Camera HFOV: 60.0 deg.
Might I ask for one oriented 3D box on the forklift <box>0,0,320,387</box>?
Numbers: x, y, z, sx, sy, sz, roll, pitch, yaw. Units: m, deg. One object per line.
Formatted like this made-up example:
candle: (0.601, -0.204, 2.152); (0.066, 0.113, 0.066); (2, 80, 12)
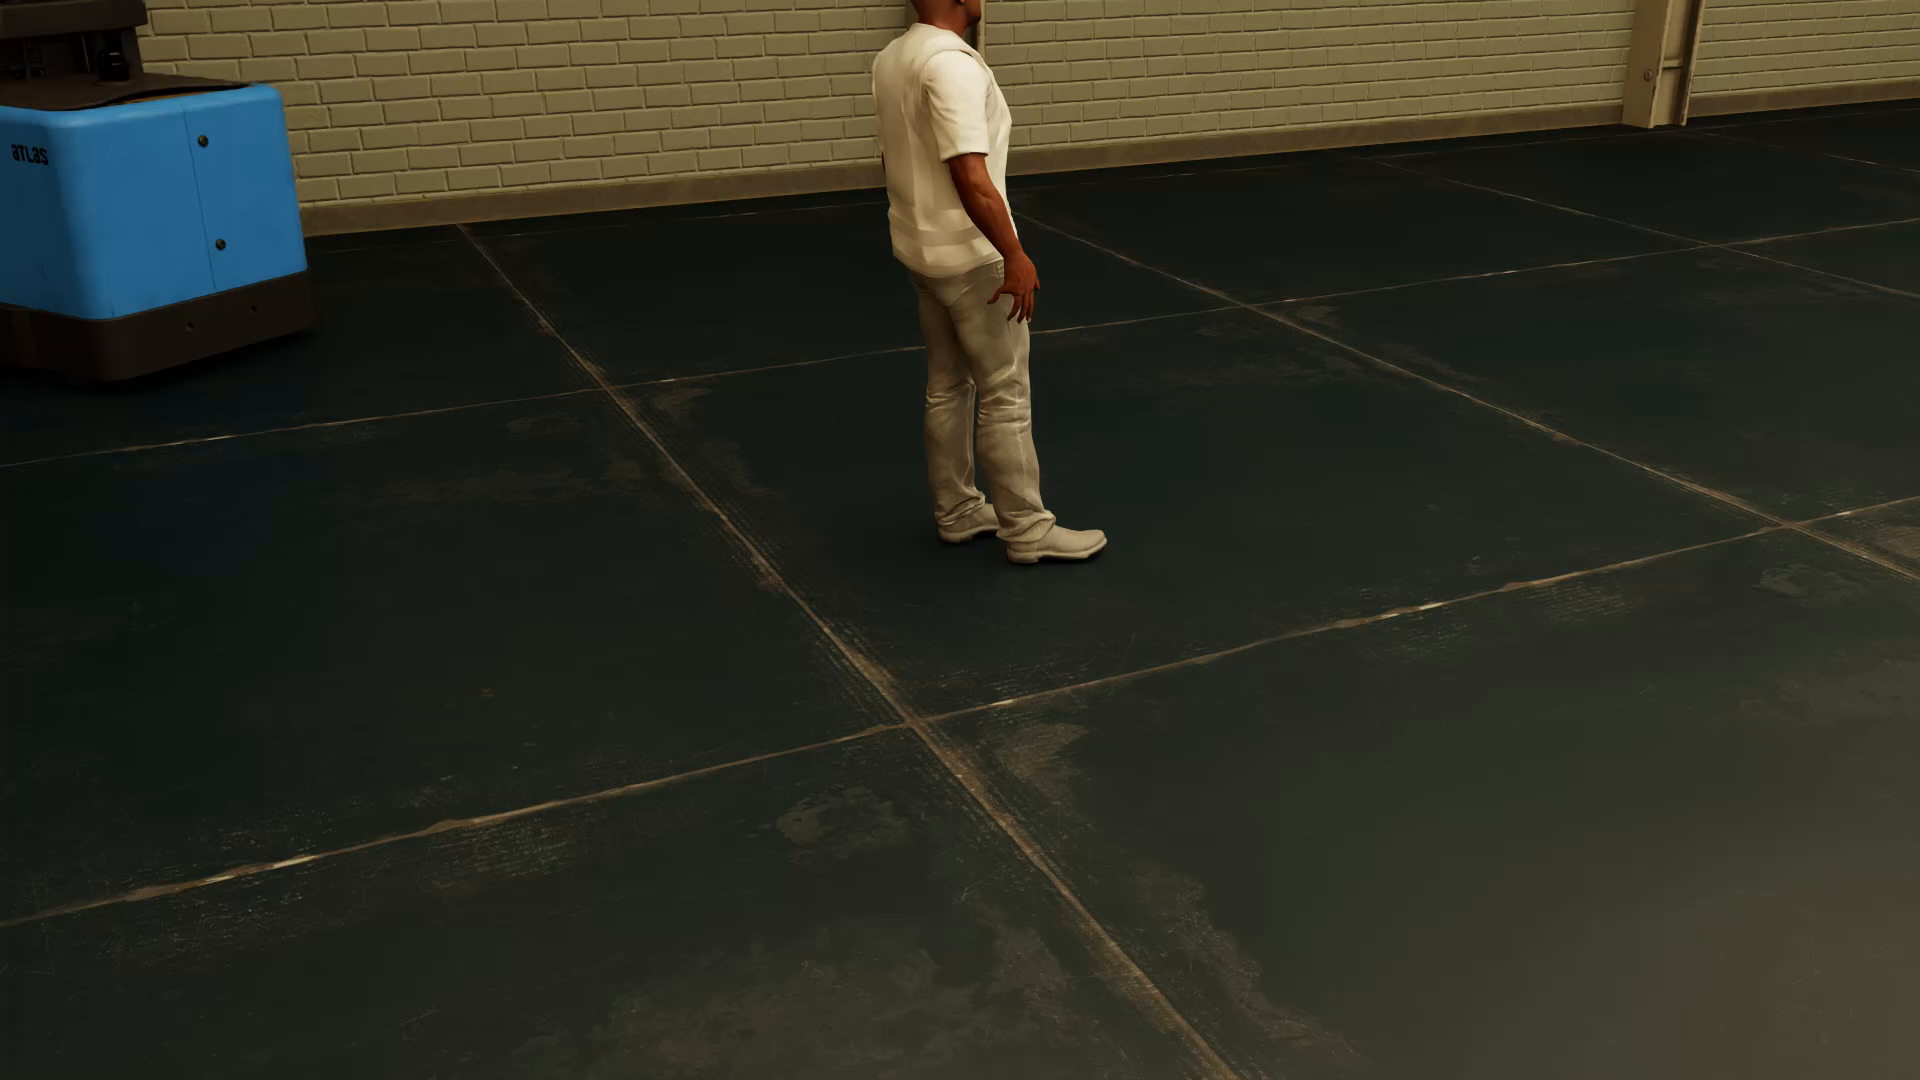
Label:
forklift: (-4.291, -2.344, 6.928); (3.031, 2.935, 1.130); (12, 26, 27)

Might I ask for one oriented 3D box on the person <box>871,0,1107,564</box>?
person: (0.065, -0.831, 4.787); (0.577, 1.765, 0.665); (-10, 25, -23)
